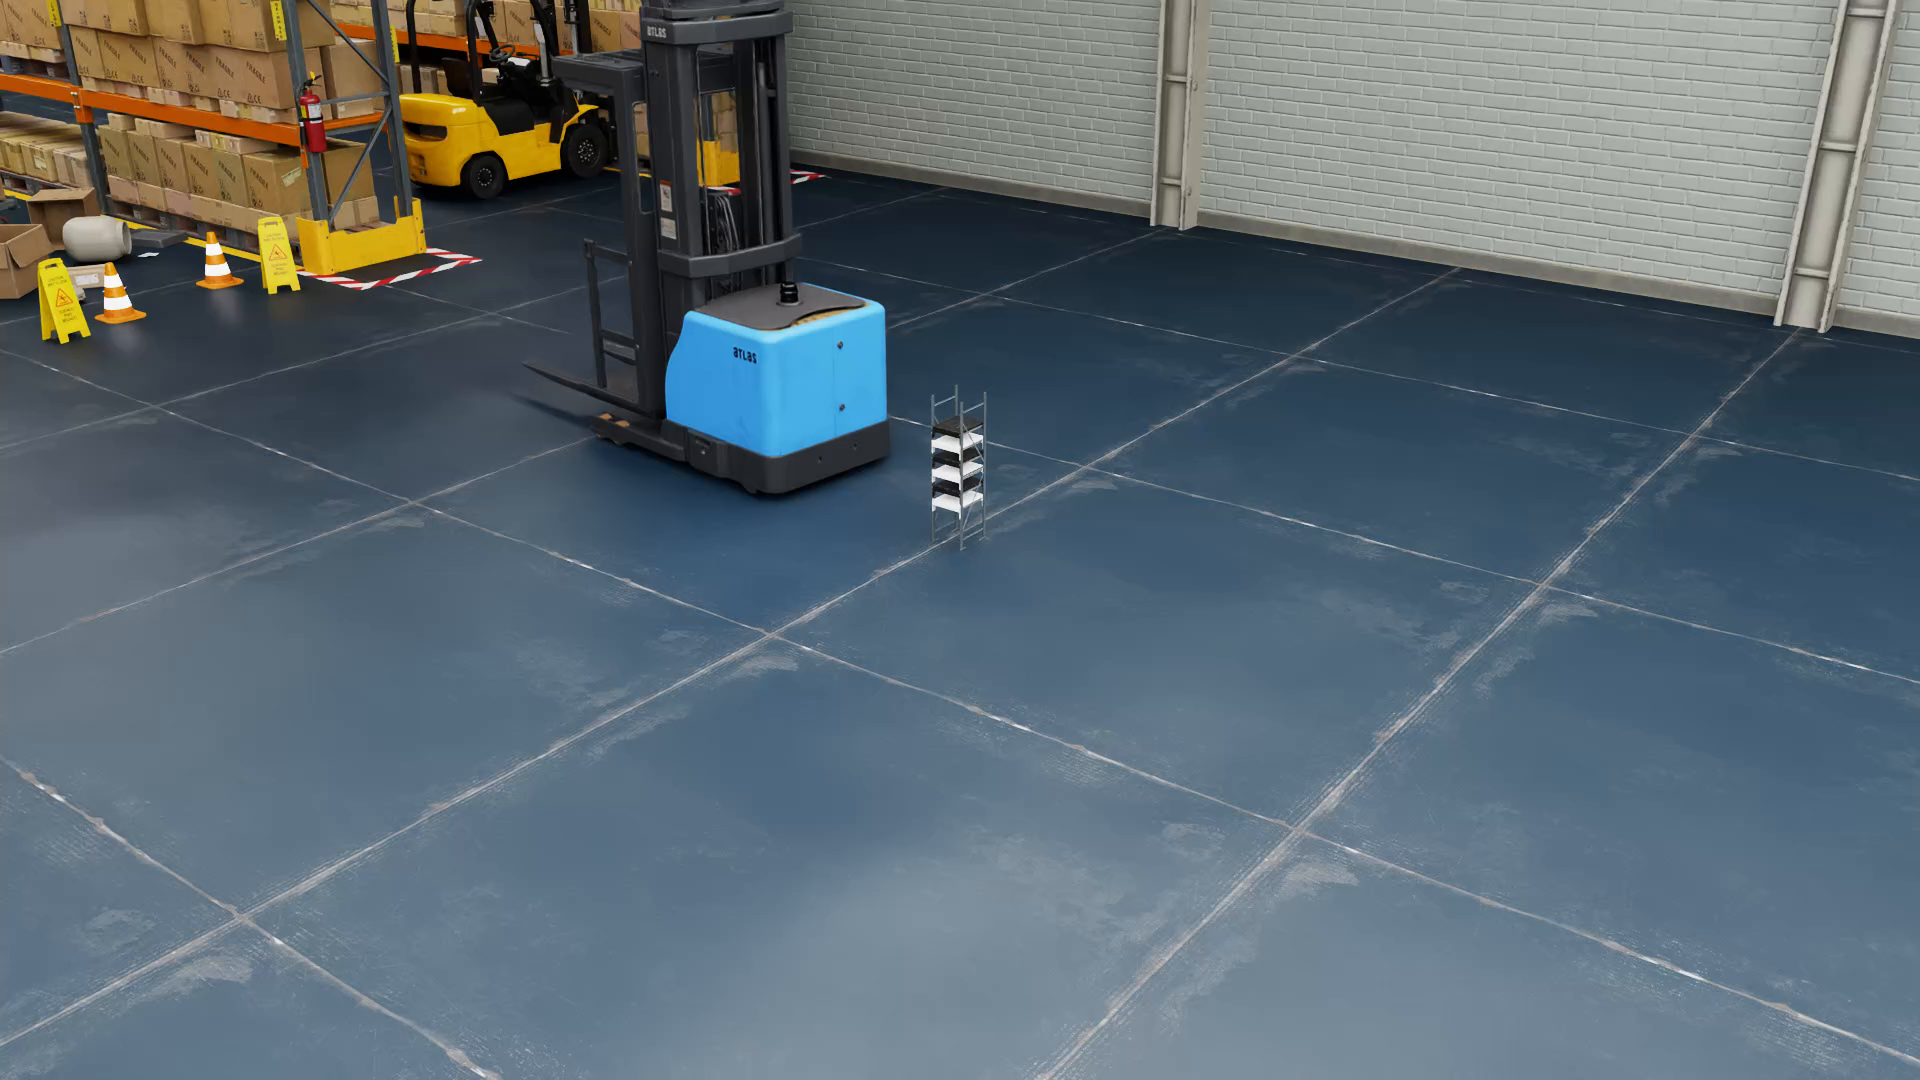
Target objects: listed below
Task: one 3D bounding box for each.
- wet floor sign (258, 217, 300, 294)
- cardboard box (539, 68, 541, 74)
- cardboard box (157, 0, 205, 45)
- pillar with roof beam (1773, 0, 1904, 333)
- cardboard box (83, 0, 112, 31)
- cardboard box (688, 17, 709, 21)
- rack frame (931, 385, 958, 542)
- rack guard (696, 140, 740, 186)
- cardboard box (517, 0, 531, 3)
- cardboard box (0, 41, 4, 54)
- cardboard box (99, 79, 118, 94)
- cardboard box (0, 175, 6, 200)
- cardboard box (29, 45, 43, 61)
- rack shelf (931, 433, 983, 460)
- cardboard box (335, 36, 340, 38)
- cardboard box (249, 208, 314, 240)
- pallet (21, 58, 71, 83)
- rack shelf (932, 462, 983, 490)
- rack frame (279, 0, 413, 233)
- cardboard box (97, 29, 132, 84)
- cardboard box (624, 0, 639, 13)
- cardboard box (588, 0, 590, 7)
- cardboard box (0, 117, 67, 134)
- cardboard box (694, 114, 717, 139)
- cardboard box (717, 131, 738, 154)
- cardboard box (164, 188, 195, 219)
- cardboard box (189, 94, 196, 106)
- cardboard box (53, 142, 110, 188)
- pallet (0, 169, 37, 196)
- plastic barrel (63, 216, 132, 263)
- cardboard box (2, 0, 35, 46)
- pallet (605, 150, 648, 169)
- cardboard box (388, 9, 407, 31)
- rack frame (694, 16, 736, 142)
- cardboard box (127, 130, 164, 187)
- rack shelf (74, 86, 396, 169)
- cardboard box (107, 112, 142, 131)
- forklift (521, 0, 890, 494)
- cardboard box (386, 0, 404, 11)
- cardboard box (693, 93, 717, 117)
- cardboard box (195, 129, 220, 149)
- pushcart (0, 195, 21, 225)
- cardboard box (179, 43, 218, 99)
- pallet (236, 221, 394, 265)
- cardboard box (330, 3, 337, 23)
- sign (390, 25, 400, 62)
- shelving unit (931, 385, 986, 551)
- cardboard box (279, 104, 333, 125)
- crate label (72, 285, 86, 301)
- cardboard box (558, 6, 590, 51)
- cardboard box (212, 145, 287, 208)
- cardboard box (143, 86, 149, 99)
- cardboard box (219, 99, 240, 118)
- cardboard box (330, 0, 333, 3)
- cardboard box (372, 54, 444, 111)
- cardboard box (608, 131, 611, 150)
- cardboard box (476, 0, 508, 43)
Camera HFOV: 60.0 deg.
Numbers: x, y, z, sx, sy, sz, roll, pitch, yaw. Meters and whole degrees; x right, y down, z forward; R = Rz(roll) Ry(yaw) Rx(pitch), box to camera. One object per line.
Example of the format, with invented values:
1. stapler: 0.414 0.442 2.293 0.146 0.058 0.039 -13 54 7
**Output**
1. wet floor sign: -6.049 -2.533 14.698 0.267 0.644 0.232 -15 28 -30
2. cardboard box: -5.184 -5.617 20.428 0.500 0.250 0.500 17 29 33
3. cardboard box: -6.969 -4.909 15.438 0.500 0.500 0.700 16 29 33
4. pillar with roof beam: 4.419 -4.517 8.842 0.400 9.000 9.100 17 29 33
5. cardboard box: -8.142 -5.301 16.328 0.500 0.500 0.700 17 29 34
6. cardboard box: -3.136 -5.684 18.806 0.500 0.500 0.500 16 28 32
7. rack frame: -0.088 -0.438 9.629 0.006 0.900 0.240 17 29 33
8. rack guard: -2.566 -4.454 19.239 0.348 0.500 1.175 17 29 33
9. cardboard box: -5.102 -6.552 19.972 0.250 0.149 0.380 18 29 34
10. cardboard box: -10.145 -5.333 17.923 0.250 0.149 0.380 17 29 33
11. cardboard box: -8.467 -4.630 16.849 0.250 0.149 0.380 18 29 35
12. cardboard box: -9.803 -3.590 16.338 0.500 0.500 0.500 17 29 33
13. cardboard box: -9.538 -5.151 17.511 0.250 0.149 0.380 16 28 32
14. rack shelf: -0.006 -0.548 9.514 0.200 0.077 0.258 17 29 33
15. cardboard box: -6.188 -4.512 15.776 0.500 0.500 0.500 18 29 35
16. cardboard box: -6.386 -3.050 15.841 0.500 0.250 0.500 17 29 33
17. pallet: -9.284 -5.113 17.871 1.213 0.211 1.003 17 29 33
18. rack shelf: -0.006 -0.383 9.586 0.200 0.077 0.258 17 29 33
19. rack frame: -5.559 -4.001 15.111 0.127 3.000 1.000 17 29 33
20. cardboard box: -8.159 -4.840 16.523 0.500 0.500 0.500 17 29 33
21. cardboard box: -3.615 -6.138 19.032 0.250 0.149 0.380 17 29 33
22. cardboard box: -4.217 -6.332 19.471 0.250 0.149 0.380 17 29 33
23. cardboard box: -10.919 -4.610 19.231 0.625 0.372 0.950 16 28 32
24. cardboard box: -3.162 -4.783 19.155 0.500 0.250 0.500 16 29 33
25. cardboard box: -2.861 -4.720 19.631 0.500 0.250 0.500 17 29 34
26. cardboard box: -7.590 -3.420 16.681 0.500 0.250 0.500 16 29 33
27. cardboard box: -7.198 -4.284 16.064 0.250 0.149 0.380 17 29 33
28. cardboard box: -9.181 -4.084 18.038 0.625 0.372 0.950 17 29 34
29. pallet: -10.364 -4.175 18.964 1.213 0.211 1.003 17 29 33
30. plastic barrel: -8.120 -2.833 15.656 0.512 0.421 0.421 -5 24 -12
31. cardboard box: -9.665 -5.500 17.499 0.500 0.500 0.500 17 29 34
32. pallet: -4.194 -4.794 20.369 1.213 0.211 1.003 17 29 33
33. cardboard box: -7.131 -6.790 21.626 0.500 0.250 0.500 17 29 34
34. rack frame: -2.585 -5.604 18.748 0.127 3.000 1.000 17 29 33
35. cardboard box: -8.014 -3.890 16.819 0.500 0.500 0.500 18 30 35
36. rack shelf: -7.159 -4.156 16.354 4.000 0.370 1.077 17 29 33
37. cardboard box: -8.386 -4.263 16.860 0.250 0.149 0.380 17 29 34
38. forklift: -1.875 -2.114 10.912 3.031 2.935 1.130 21 31 39
39. cardboard box: -7.154 -7.015 21.517 0.500 0.250 0.500 17 29 34
40. cardboard box: -3.141 -5.006 19.041 0.500 0.250 0.500 18 29 35
41. cardboard box: -7.100 -3.878 15.986 0.250 0.149 0.380 18 30 35
42. pushcart: -10.087 -3.021 16.138 0.936 0.377 1.648 7 25 15
43. cardboard box: -6.955 -4.470 15.683 0.500 0.500 0.500 17 29 33
44. pallet: -6.249 -2.952 16.187 1.213 0.211 1.003 17 29 33
45. cardboard box: -8.379 -7.160 22.467 0.500 0.250 0.500 16 28 32
46. sign: -5.234 -4.573 15.334 0.005 0.325 0.100 17 29 33
47. shelving unit: -0.006 -0.414 9.573 0.210 0.900 0.258 17 29 33
48. cardboard box: -5.987 -3.908 15.211 0.250 0.149 0.380 18 29 35
49. crate label: -7.737 -2.109 14.367 0.298 0.136 0.250 3 24 6
50. cardboard box: -4.365 -6.054 19.646 0.500 0.500 0.500 17 29 34
51. cardboard box: -6.776 -3.513 15.963 0.500 0.500 0.500 18 30 35
52. cardboard box: -7.827 -4.450 16.441 0.250 0.149 0.380 17 29 33
53. cardboard box: -6.672 -4.055 15.544 0.250 0.149 0.380 17 29 34
54. cardboard box: -8.378 -7.391 22.370 0.500 0.250 0.500 18 29 35
55. cardboard box: -7.429 -6.170 22.458 0.625 0.625 0.875 15 28 31
56. cardboard box: -3.938 -4.797 19.805 0.500 0.250 0.500 17 29 34
57. cardboard box: -5.587 -6.425 20.489 0.500 0.500 0.500 16 28 32
